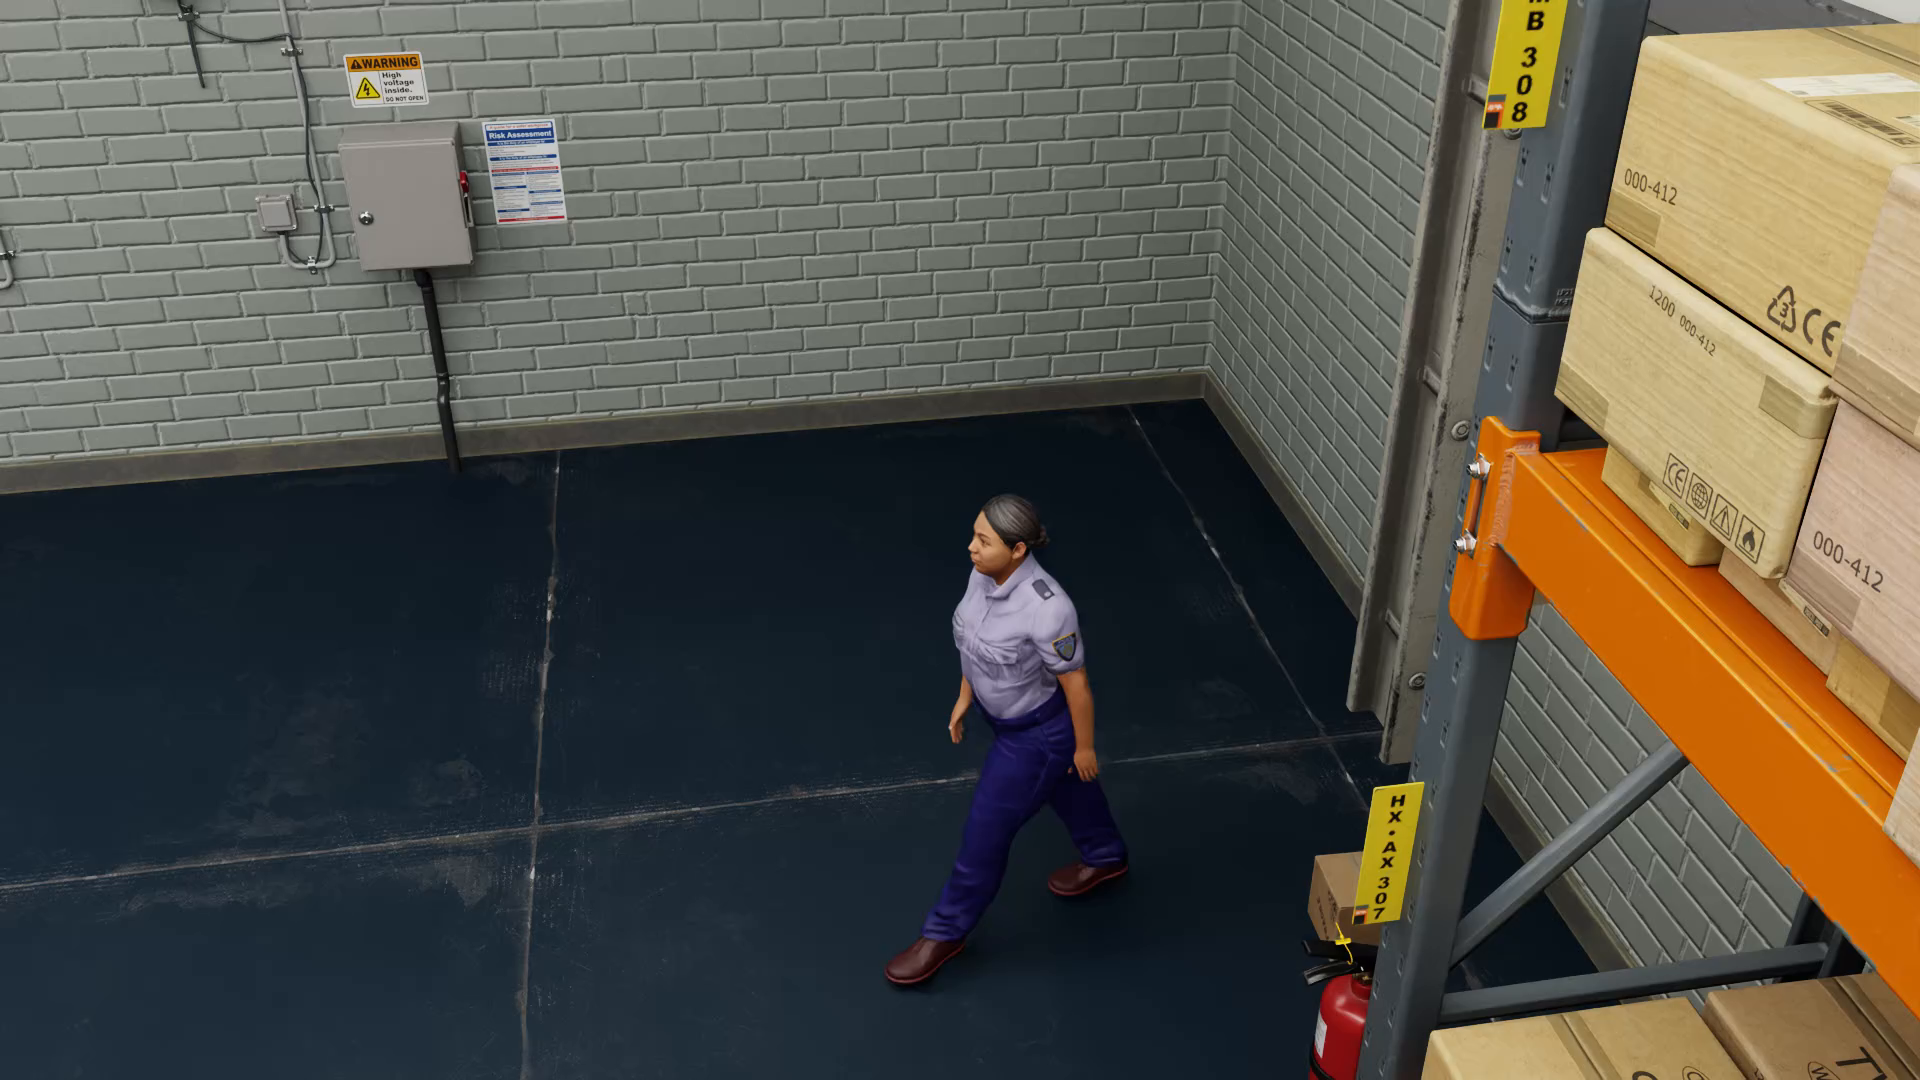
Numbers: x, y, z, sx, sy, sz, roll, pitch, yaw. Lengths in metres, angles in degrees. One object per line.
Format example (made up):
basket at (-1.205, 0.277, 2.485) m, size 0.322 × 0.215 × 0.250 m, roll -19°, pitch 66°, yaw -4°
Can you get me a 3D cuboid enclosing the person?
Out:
person at (0.145, 0.557, 5.199) m, size 0.947 × 1.587 × 0.484 m, roll -10°, pitch 32°, yaw -17°
